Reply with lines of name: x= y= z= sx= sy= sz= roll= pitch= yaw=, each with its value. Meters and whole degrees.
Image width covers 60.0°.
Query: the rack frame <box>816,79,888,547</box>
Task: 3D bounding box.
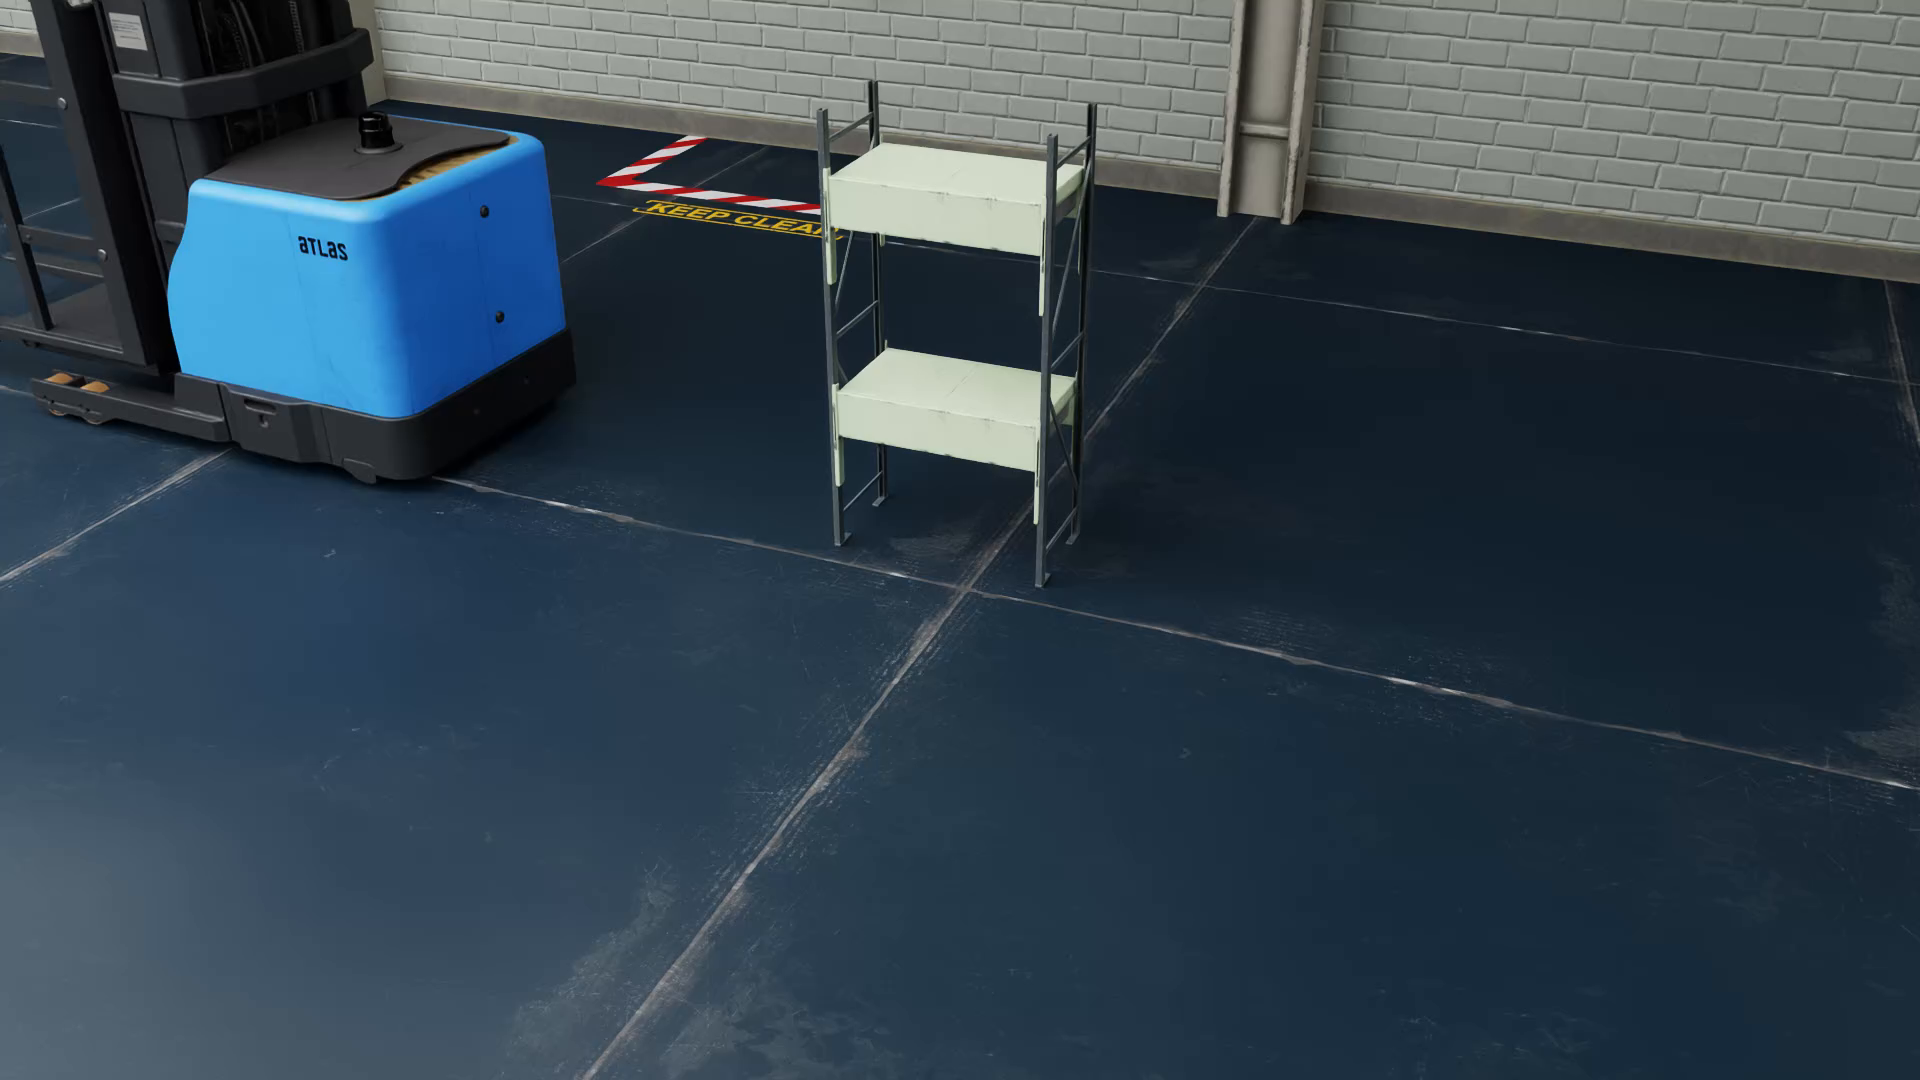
rack frame: x=-0.345 y=-0.722 z=5.503 sx=0.023 sy=1.500 sz=0.400 roll=11 pitch=31 yaw=19

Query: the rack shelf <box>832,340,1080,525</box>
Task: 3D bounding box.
rack shelf: x=-0.006 y=-0.370 z=5.544 sx=0.720 sy=0.370 sz=0.431 roll=11 pitch=31 yaw=19

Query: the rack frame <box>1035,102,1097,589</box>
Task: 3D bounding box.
rack frame: x=0.333 y=-0.586 z=5.263 sx=0.023 sy=1.500 sz=0.400 roll=11 pitch=31 yaw=19

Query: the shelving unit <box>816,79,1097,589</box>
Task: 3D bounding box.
shelving unit: x=-0.006 y=-0.654 z=5.383 sx=0.755 sy=1.500 sz=0.431 roll=11 pitch=31 yaw=19

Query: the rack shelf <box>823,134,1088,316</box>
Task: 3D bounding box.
rack shelf: x=-0.006 y=-0.994 z=5.191 sx=0.720 sy=0.370 sz=0.431 roll=11 pitch=31 yaw=19

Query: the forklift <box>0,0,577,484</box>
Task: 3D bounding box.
forklift: x=-3.116 y=-1.952 z=6.225 sx=3.031 sy=2.935 sz=1.130 roll=13 pitch=32 yaw=21

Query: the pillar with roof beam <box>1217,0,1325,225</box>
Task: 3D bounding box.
pillar with roof beam: x=-0.022 y=-3.700 z=3.151 sx=0.400 sy=9.000 sz=9.100 roll=11 pitch=31 yaw=19

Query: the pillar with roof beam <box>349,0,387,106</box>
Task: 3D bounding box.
pillar with roof beam: x=-5.582 y=-4.810 z=5.115 sx=0.400 sy=9.000 sz=9.100 roll=11 pitch=31 yaw=19
